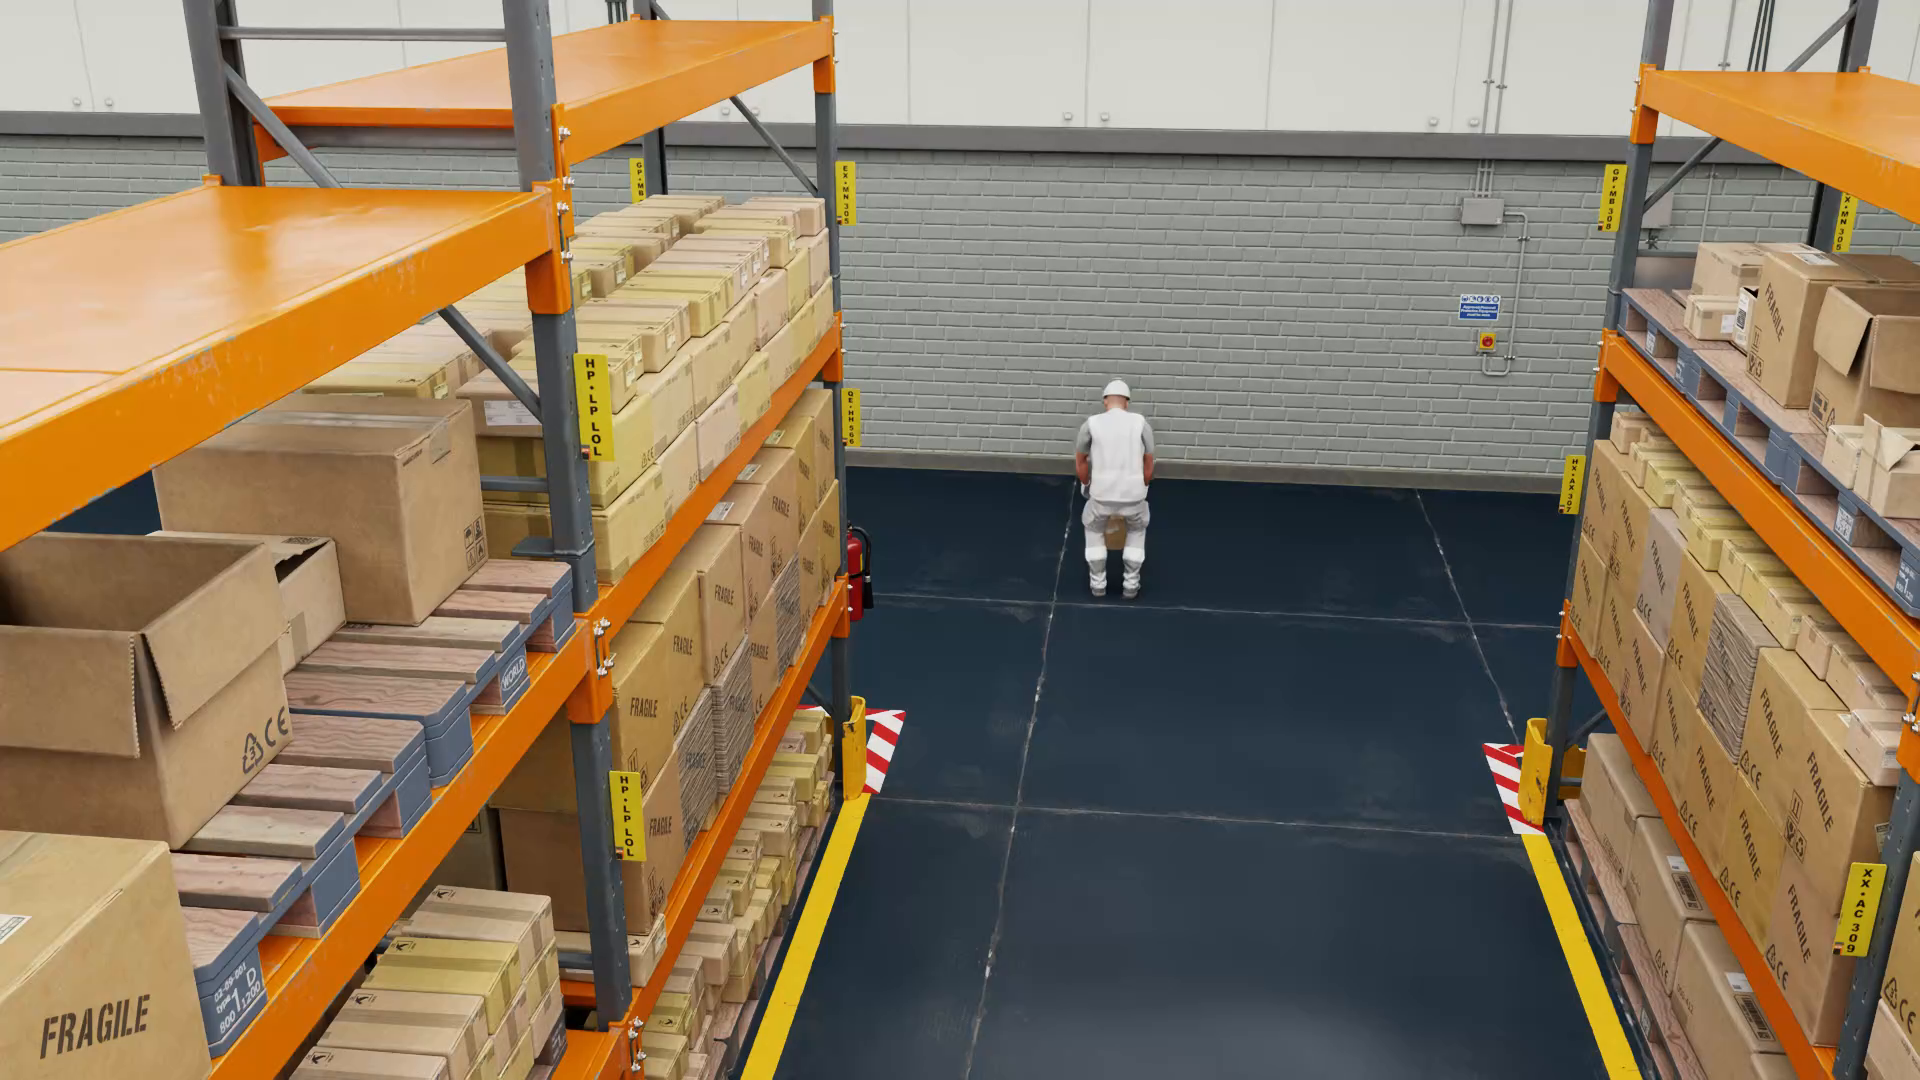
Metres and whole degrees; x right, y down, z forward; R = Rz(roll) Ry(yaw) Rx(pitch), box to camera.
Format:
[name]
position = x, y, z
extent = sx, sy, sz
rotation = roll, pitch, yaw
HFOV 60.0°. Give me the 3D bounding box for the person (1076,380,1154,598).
[person]
position = 1.133, -0.365, 12.295
extent = 0.575, 1.580, 0.647
rotation = 3, 21, 7
